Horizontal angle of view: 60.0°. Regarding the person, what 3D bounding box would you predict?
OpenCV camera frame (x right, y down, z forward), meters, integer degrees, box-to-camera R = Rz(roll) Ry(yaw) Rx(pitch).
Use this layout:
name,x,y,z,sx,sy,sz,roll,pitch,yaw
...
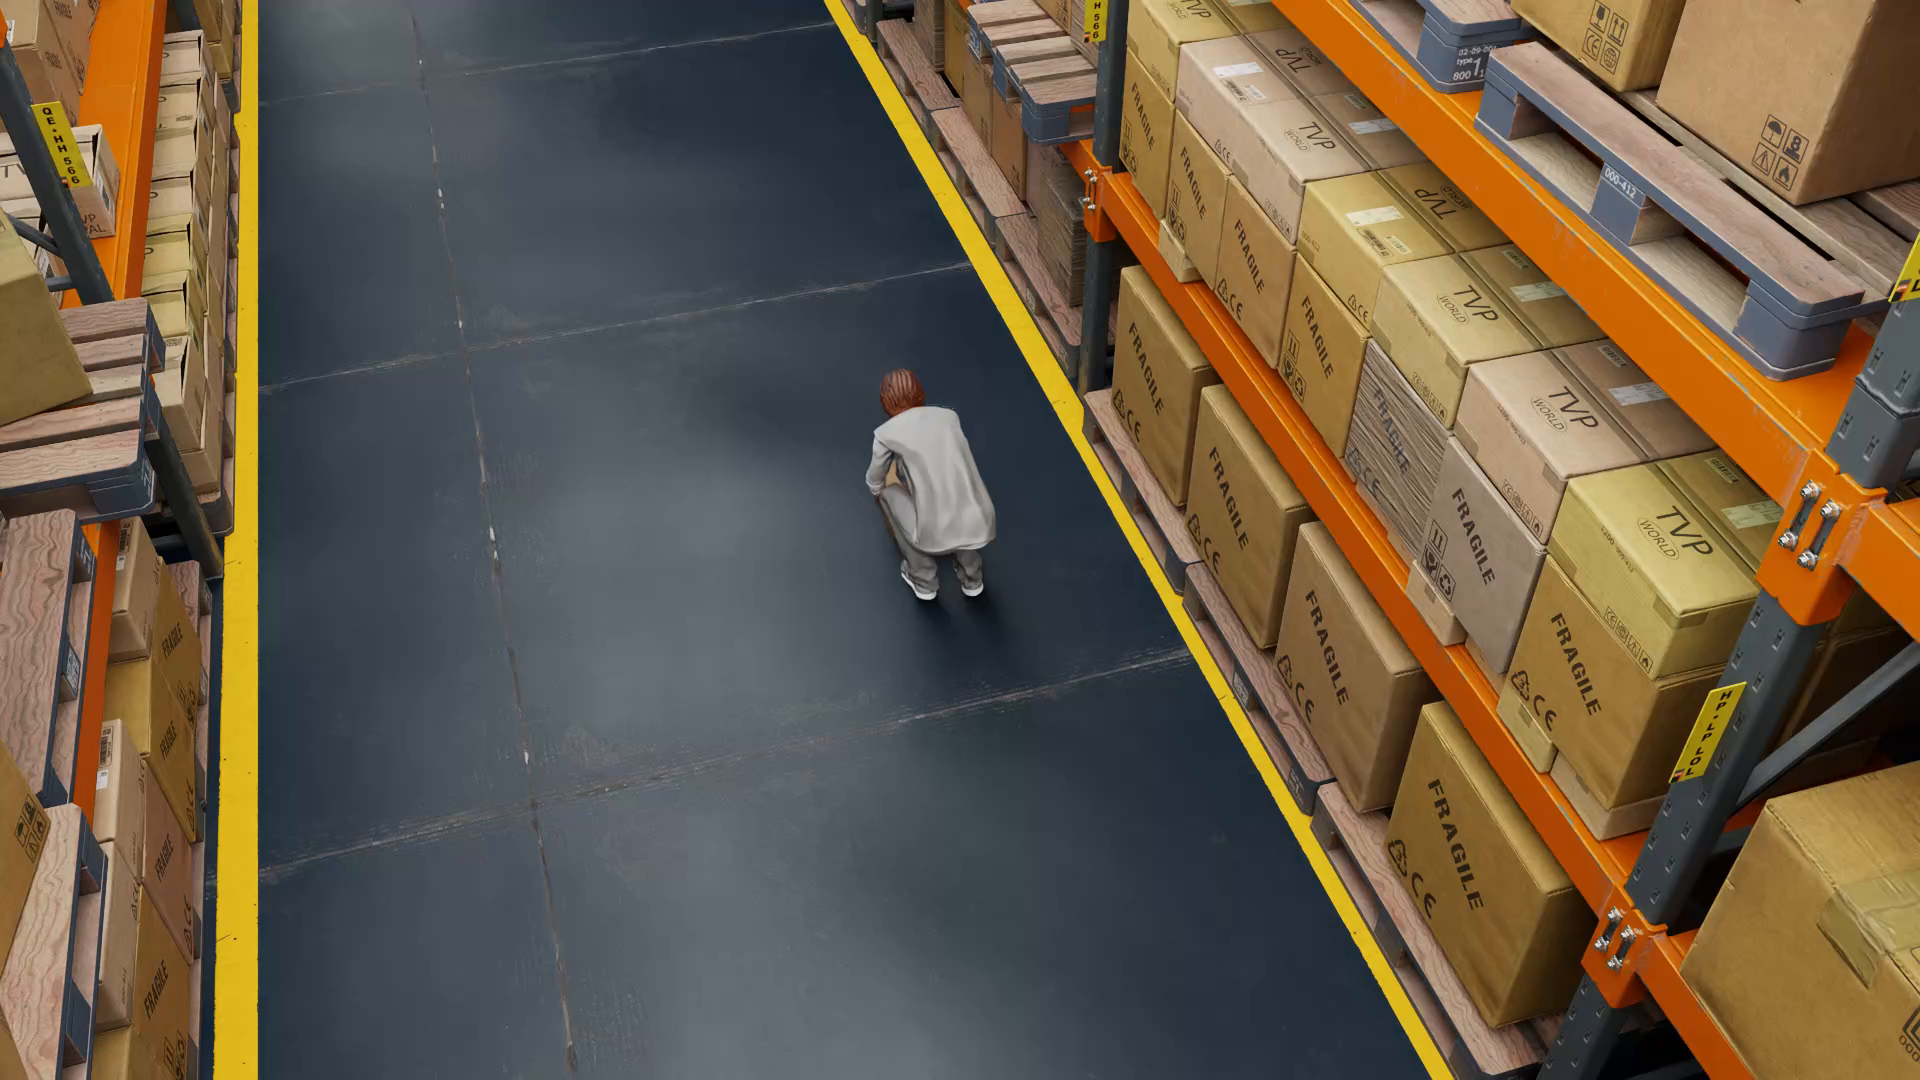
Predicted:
name,x,y,z,sx,sy,sz,roll,pitch,yaw
person,-0.121,-0.185,6.924,0.442,0.845,0.799,-12,44,-13
